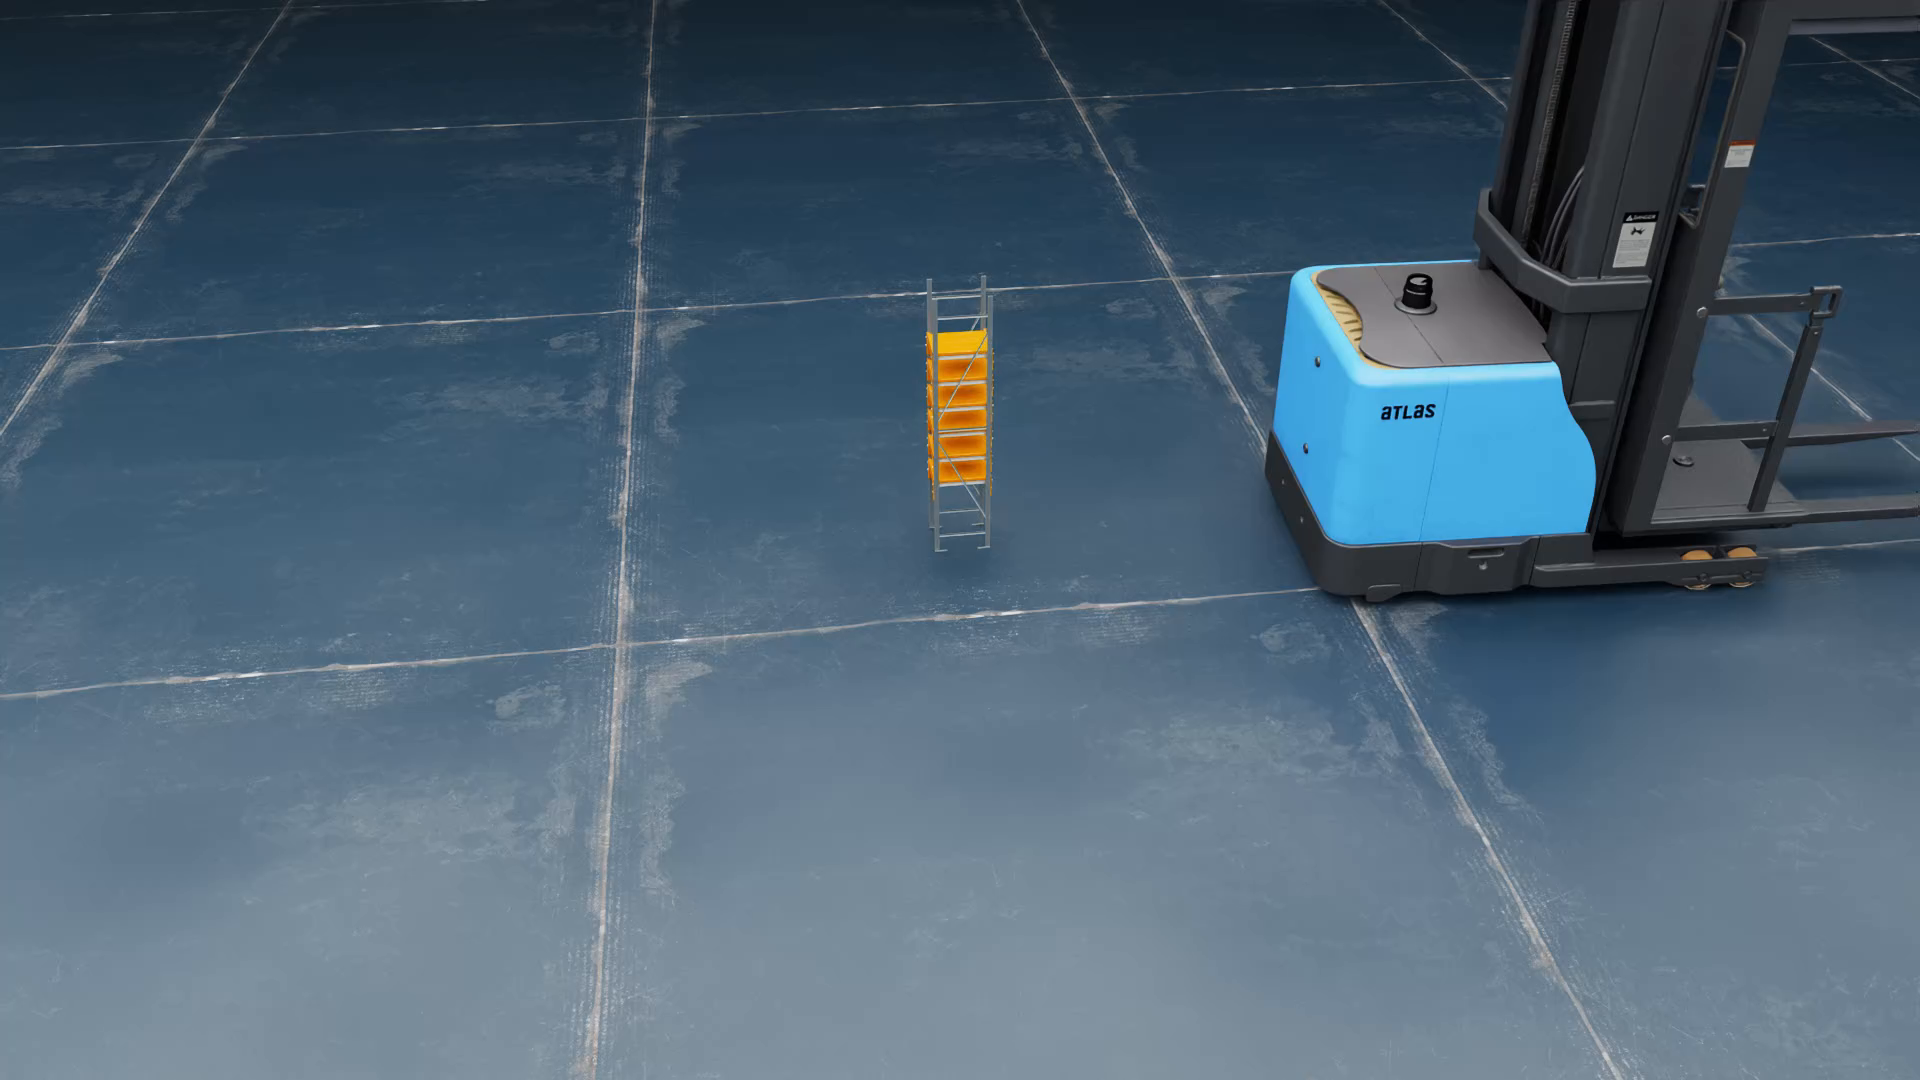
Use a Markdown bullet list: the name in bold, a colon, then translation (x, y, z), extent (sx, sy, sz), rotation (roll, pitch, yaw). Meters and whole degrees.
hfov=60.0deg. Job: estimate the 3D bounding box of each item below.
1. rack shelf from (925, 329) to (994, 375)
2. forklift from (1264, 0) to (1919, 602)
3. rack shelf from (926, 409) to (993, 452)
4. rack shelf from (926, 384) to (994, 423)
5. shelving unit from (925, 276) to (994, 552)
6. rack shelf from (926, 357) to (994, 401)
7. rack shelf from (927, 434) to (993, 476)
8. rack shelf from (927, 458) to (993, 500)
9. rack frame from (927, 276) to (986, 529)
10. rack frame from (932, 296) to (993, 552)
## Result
- **rack shelf**: translation (-0.002, -0.765, 6.746), extent (0.258, 0.103, 0.180), rotation (-4, 35, -6)
- **forklift**: translation (2.935, -1.297, 6.550), extent (3.031, 2.935, 1.130), rotation (-3, 34, -5)
- **rack shelf**: translation (-0.002, -0.467, 6.949), extent (0.258, 0.103, 0.180), rotation (-4, 35, -6)
- **rack shelf**: translation (-0.002, -0.566, 6.881), extent (0.258, 0.103, 0.180), rotation (-4, 35, -6)
- **shelving unit**: translation (-0.002, -0.504, 6.924), extent (0.258, 1.200, 0.189), rotation (-4, 35, -6)
- **rack shelf**: translation (-0.002, -0.665, 6.814), extent (0.258, 0.103, 0.180), rotation (-4, 35, -6)
- **rack shelf**: translation (-0.002, -0.368, 7.017), extent (0.258, 0.103, 0.180), rotation (-4, 35, -6)
- **rack shelf**: translation (-0.002, -0.269, 7.084), extent (0.258, 0.103, 0.180), rotation (-4, 35, -6)
- **rack frame**: translation (-0.014, -0.555, 6.999), extent (0.240, 1.200, 0.006), rotation (-4, 35, -6)
- **rack frame**: translation (0.010, -0.453, 6.849), extent (0.240, 1.200, 0.006), rotation (-4, 35, -6)
